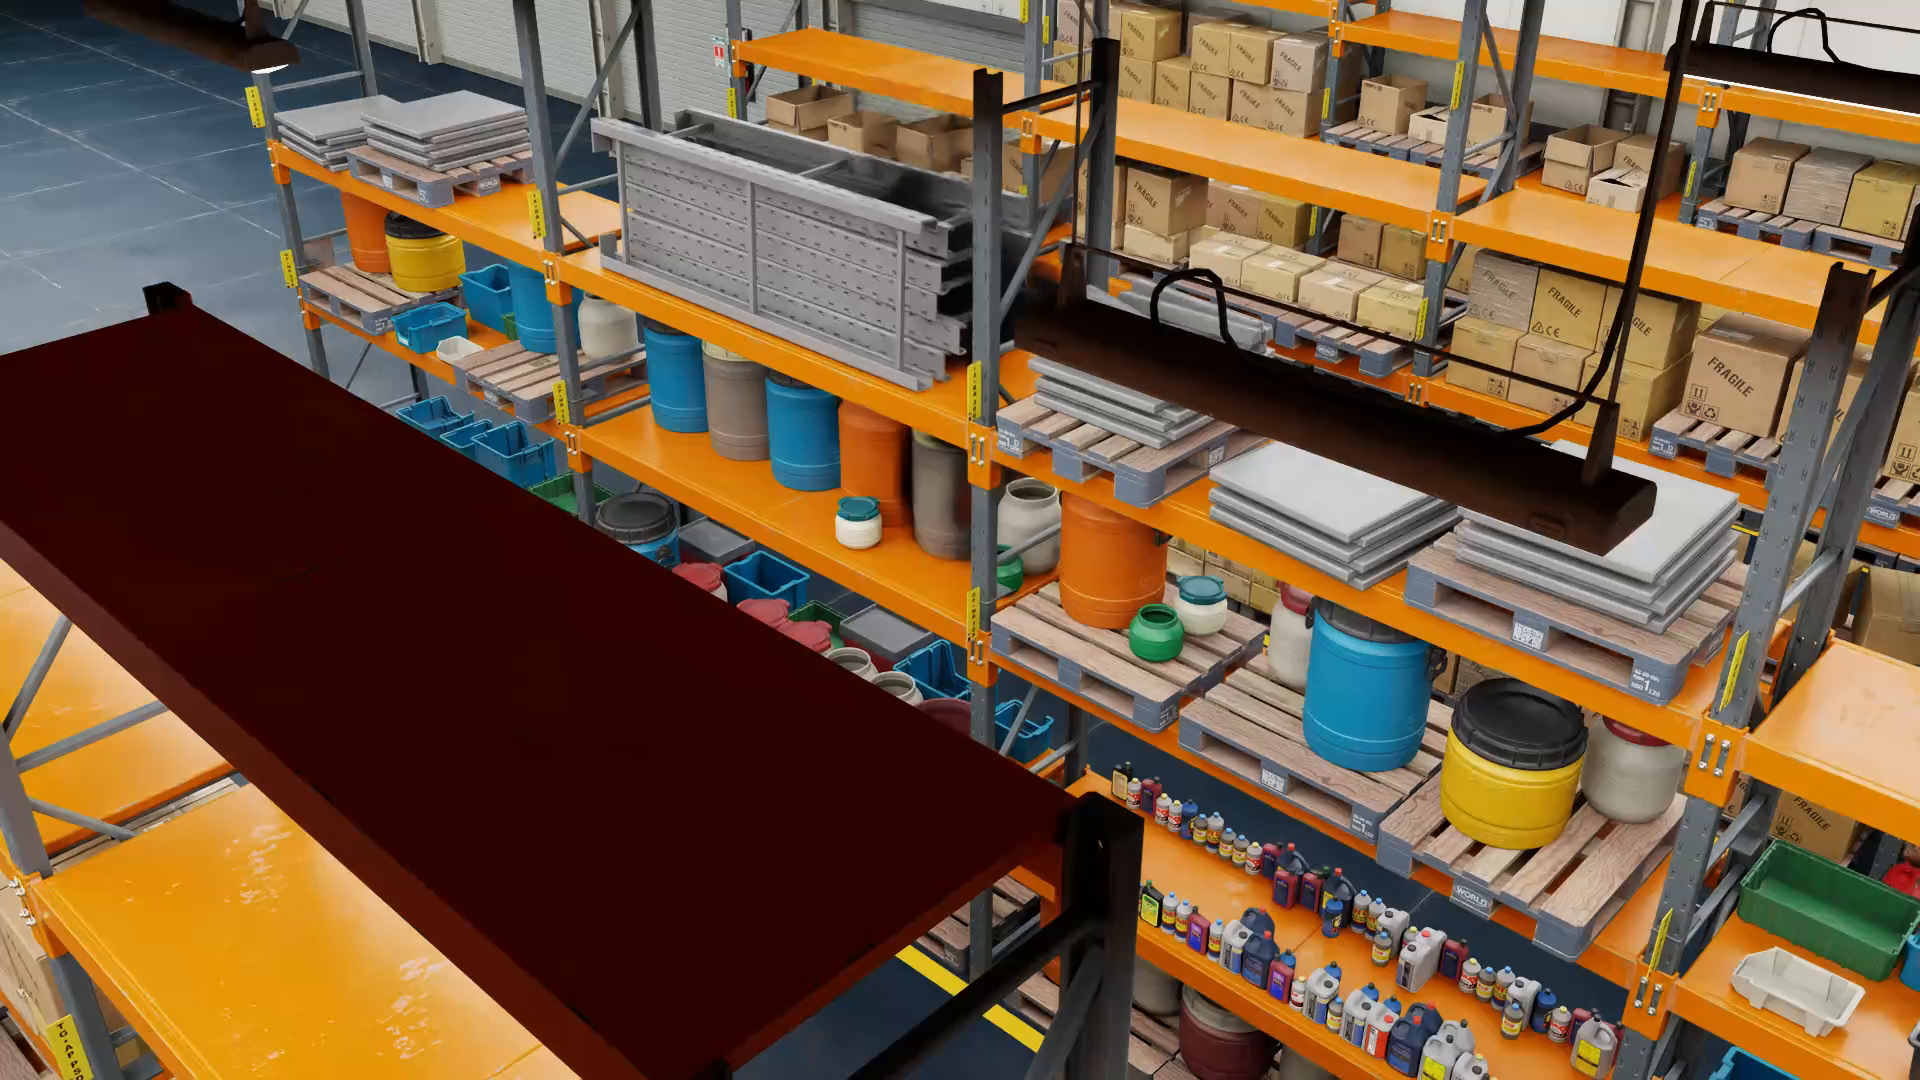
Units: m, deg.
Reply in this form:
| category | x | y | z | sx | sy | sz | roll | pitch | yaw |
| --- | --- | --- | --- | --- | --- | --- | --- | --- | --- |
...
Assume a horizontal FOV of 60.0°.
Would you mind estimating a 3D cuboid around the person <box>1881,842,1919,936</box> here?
| category | x | y | z | sx | sy | sz | roll | pitch | yaw |
| --- | --- | --- | --- | --- | --- | --- | --- | --- | --- |
| person | 5.686 | 2.454 | 10.191 | 0.724 | 1.759 | 0.668 | 19 | 35 | 31 |
